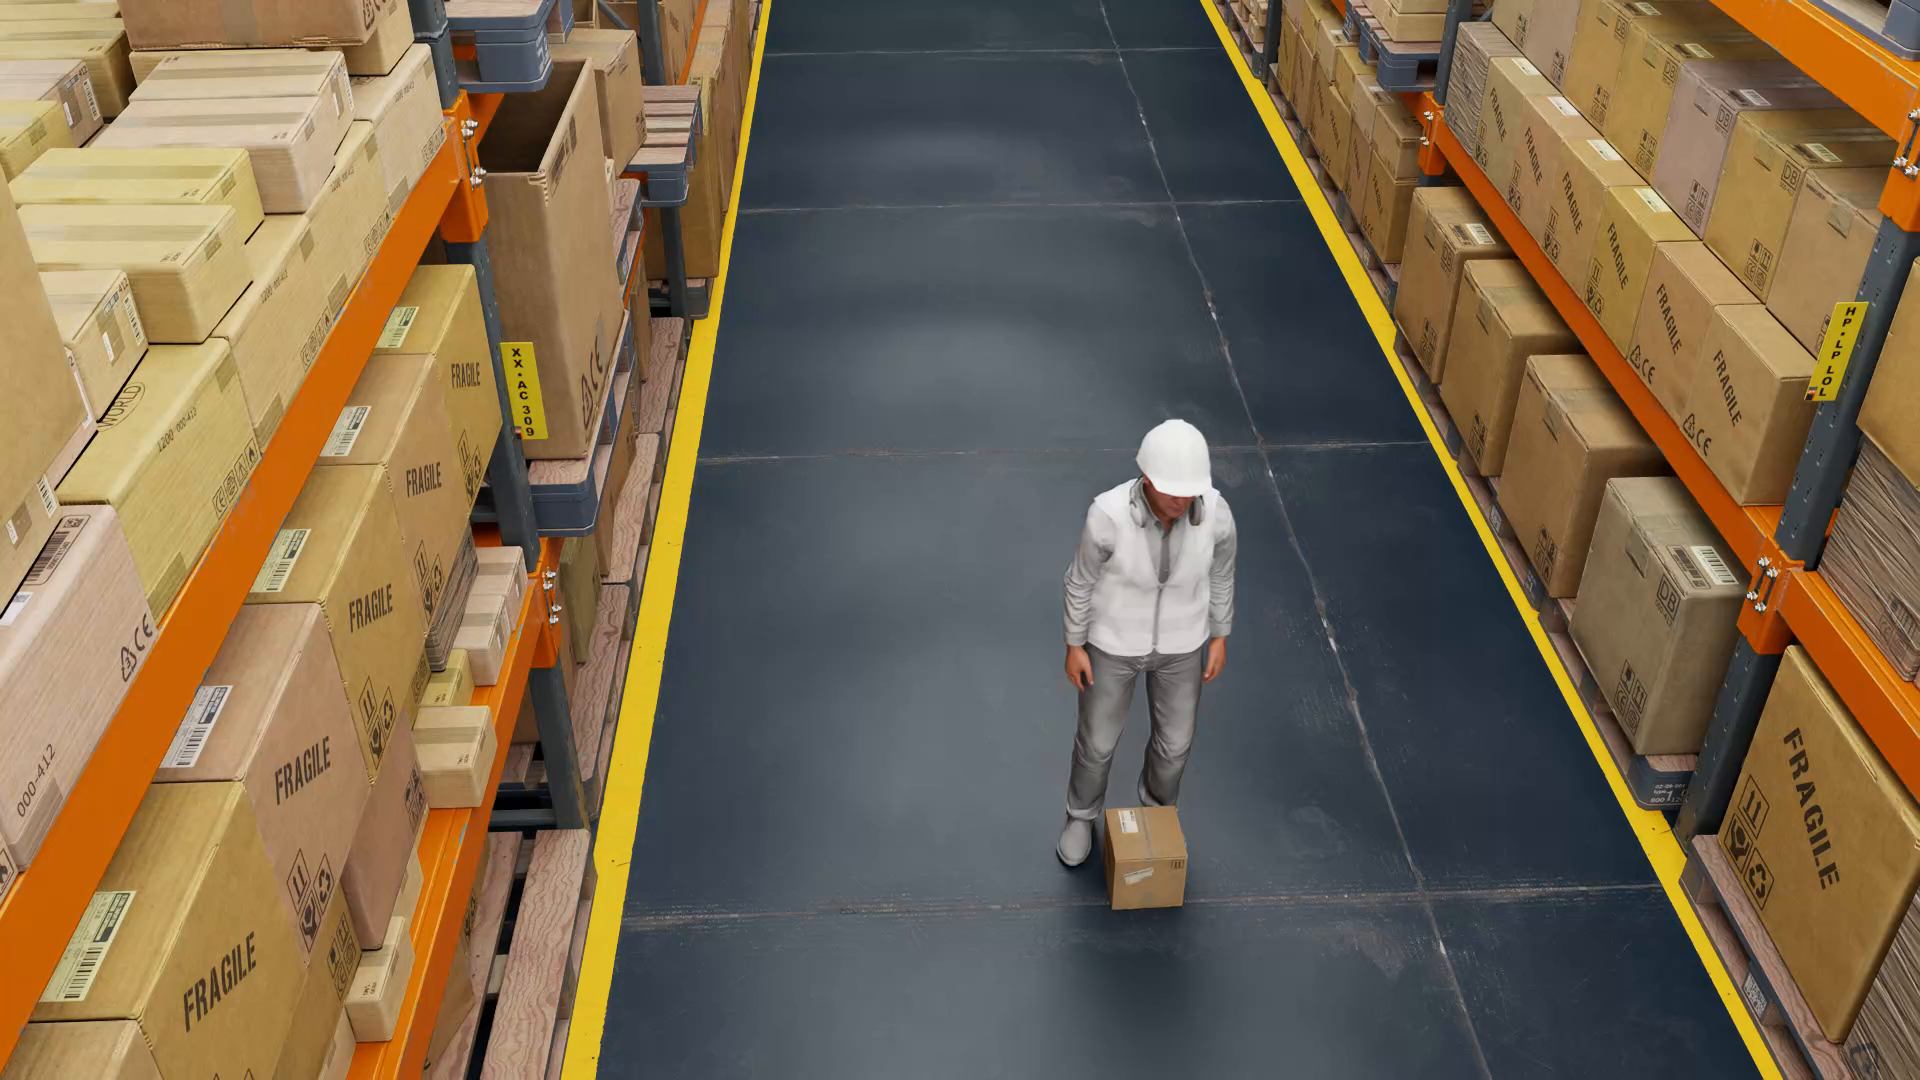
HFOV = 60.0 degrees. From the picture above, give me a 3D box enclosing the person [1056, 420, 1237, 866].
[{"bbox_3d":[0.627,0.345,5.633,0.576,1.767,0.463,-3,35,-5],"label":"person"}]
